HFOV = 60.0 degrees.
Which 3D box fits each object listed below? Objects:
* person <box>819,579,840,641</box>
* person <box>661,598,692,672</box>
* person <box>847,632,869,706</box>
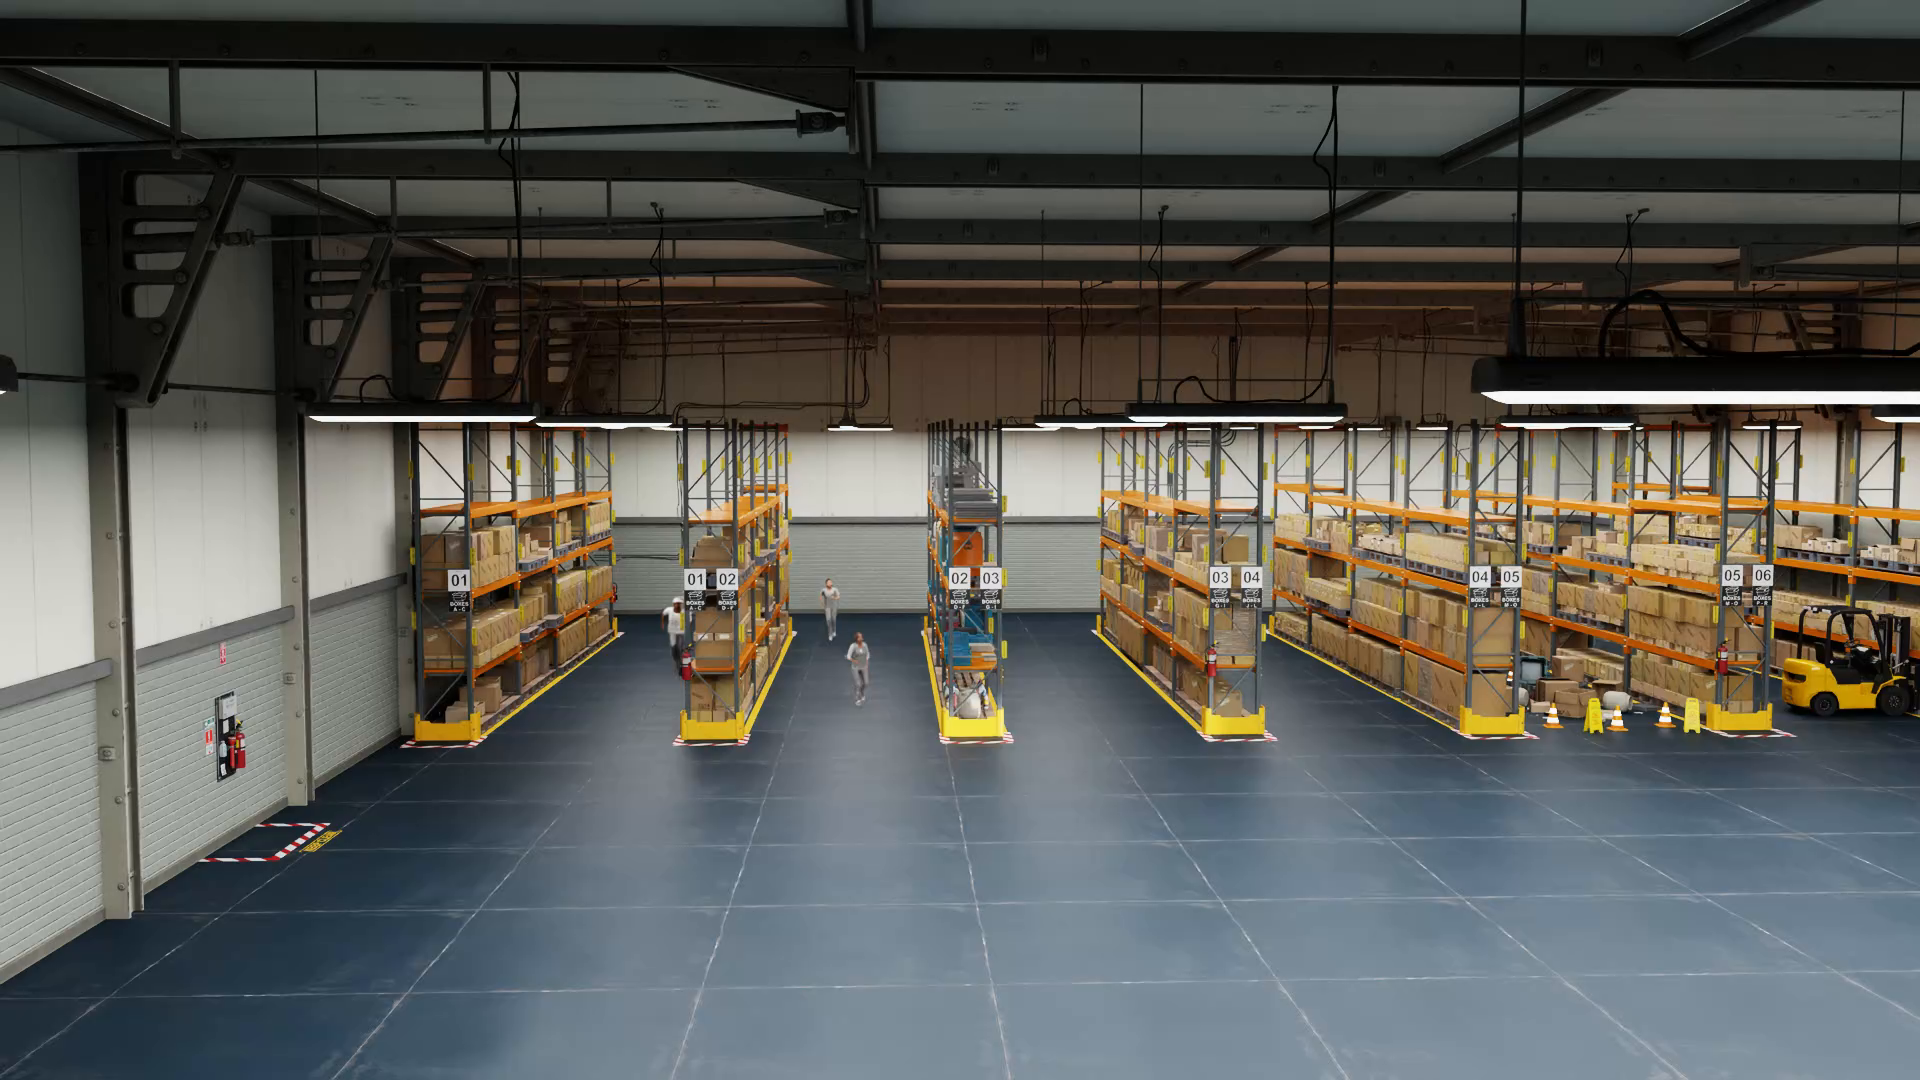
[{"bbox_3d":[-3.621,1.924,46.328,0.571,1.715,0.801,-1,4,-9],"label":"person"},{"bbox_3d":[-6.862,2.275,40.262,0.729,1.796,0.845,-1,4,-8],"label":"person"},{"bbox_3d":[-2.104,2.704,34.791,0.534,1.561,0.576,-1,4,-20],"label":"person"}]
